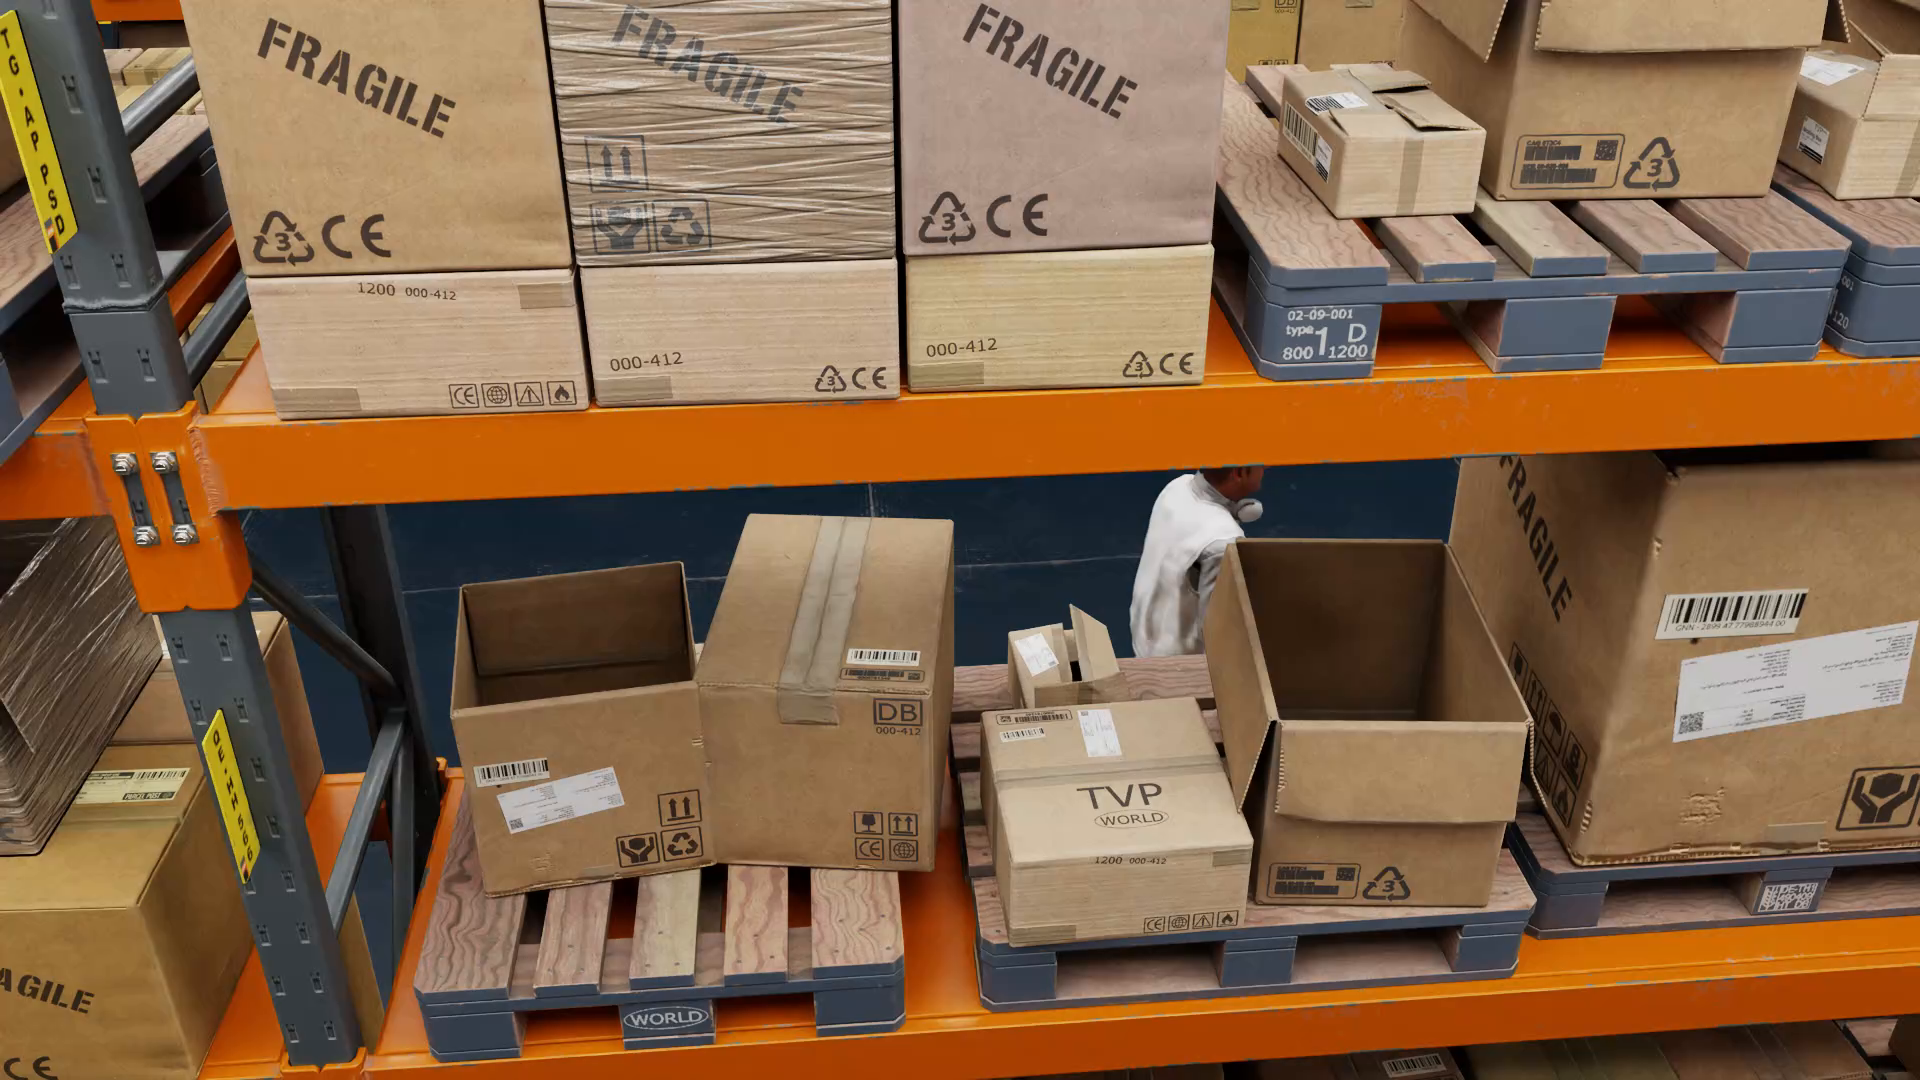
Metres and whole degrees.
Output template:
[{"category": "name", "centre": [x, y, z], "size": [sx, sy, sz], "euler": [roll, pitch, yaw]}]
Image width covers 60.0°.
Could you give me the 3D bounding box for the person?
[{"category": "person", "centre": [0.792, 0.377, 5.476], "size": [0.457, 1.773, 0.592], "euler": [-4, 31, -7]}]
